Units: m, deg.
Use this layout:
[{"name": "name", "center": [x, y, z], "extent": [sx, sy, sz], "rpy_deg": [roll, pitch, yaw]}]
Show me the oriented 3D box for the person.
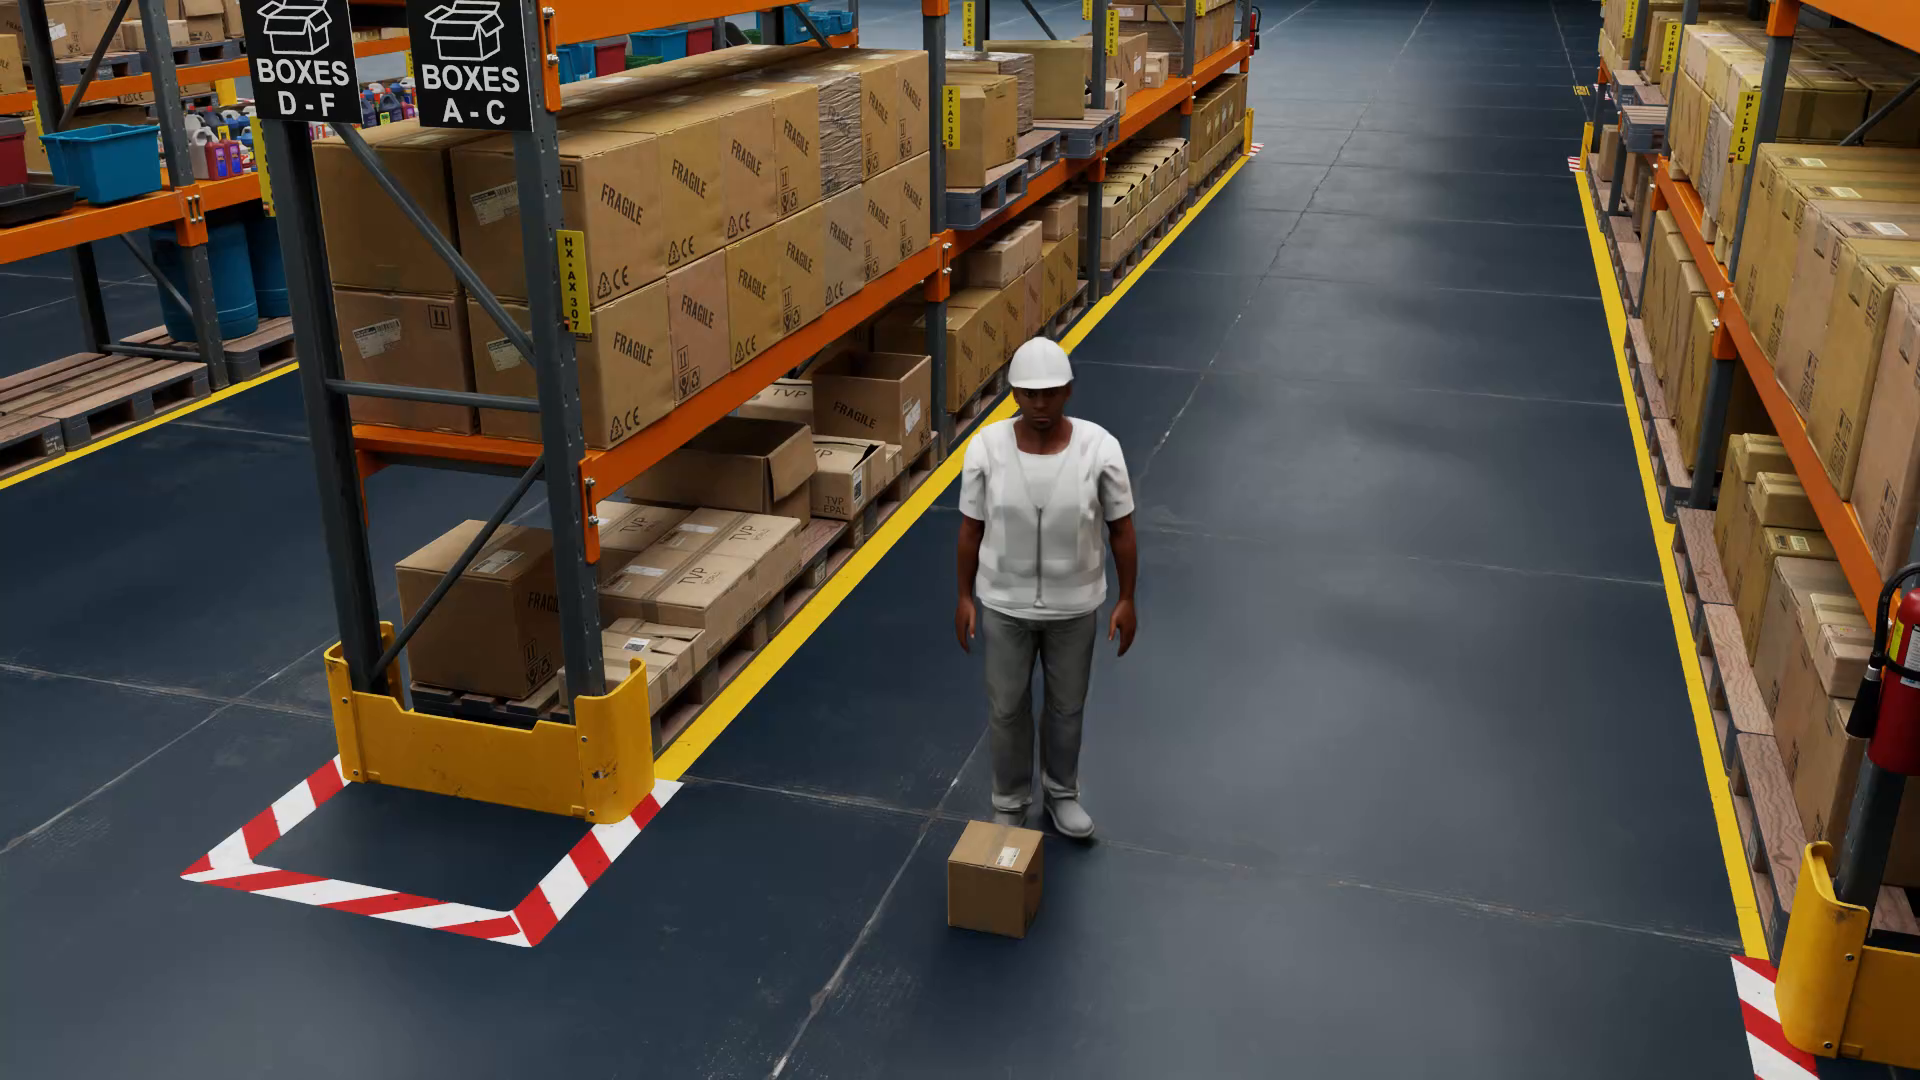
[{"name": "person", "center": [0.286, 0.207, 5.538], "extent": [0.610, 1.792, 0.388], "rpy_deg": [2, 22, 4]}]
